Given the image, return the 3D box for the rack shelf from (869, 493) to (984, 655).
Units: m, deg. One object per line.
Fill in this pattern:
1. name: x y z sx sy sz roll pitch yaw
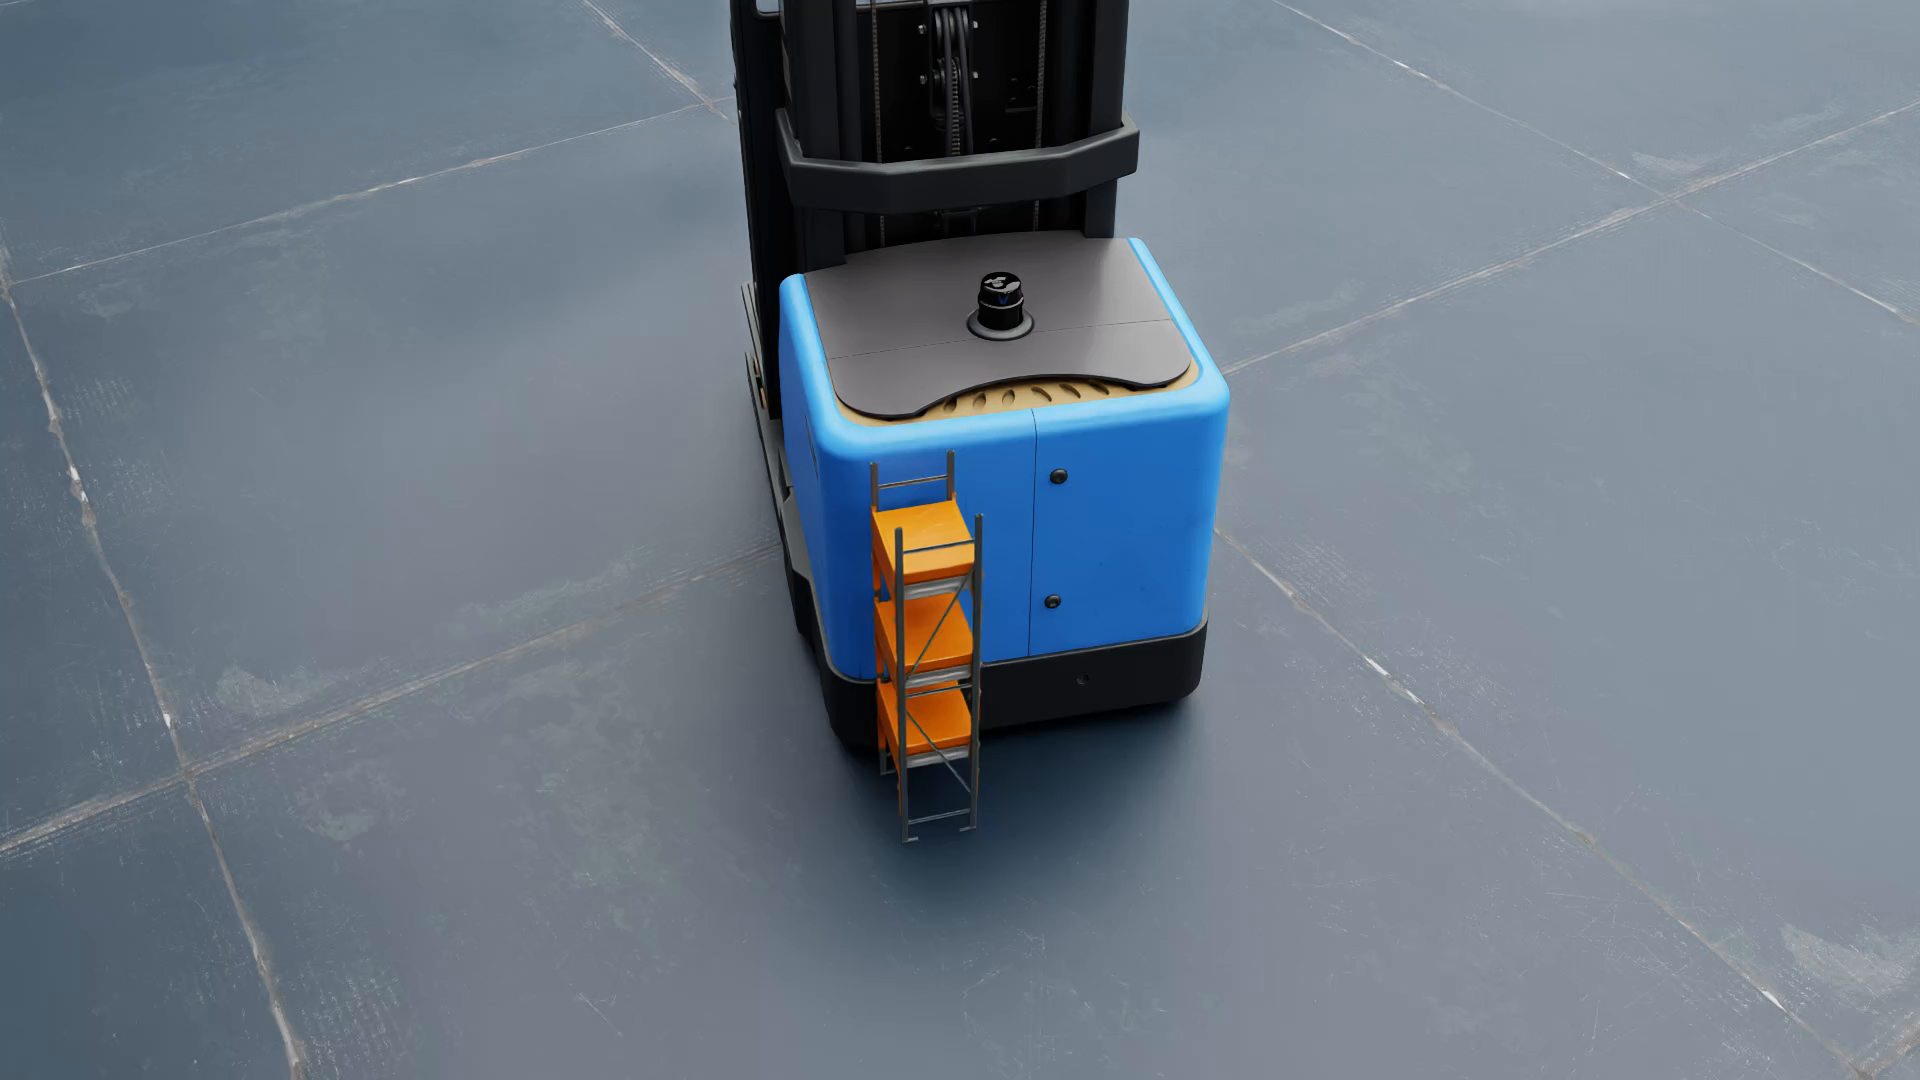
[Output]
1. rack shelf: -0.080 0.078 3.908 0.215 0.259 0.240 -9 41 -12

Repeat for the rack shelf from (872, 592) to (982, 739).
1. rack shelf: -0.082 0.296 4.089 0.215 0.259 0.240 -9 41 -12

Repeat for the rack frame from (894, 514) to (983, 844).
1. rack frame: -0.050 0.364 3.992 0.200 1.050 0.008 -9 41 -12

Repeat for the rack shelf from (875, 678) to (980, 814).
1. rack shelf: -0.085 0.510 4.266 0.215 0.259 0.240 -9 41 -12

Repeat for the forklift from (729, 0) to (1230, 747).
1. forklift: -0.130 -1.520 4.784 1.130 2.935 3.031 -8 40 -9

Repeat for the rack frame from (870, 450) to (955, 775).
1. rack frame: -0.114 0.213 4.173 0.200 1.050 0.008 -9 41 -12

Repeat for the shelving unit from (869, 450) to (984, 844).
1. shelving unit: -0.082 0.288 4.082 0.215 1.050 0.252 -9 41 -12
